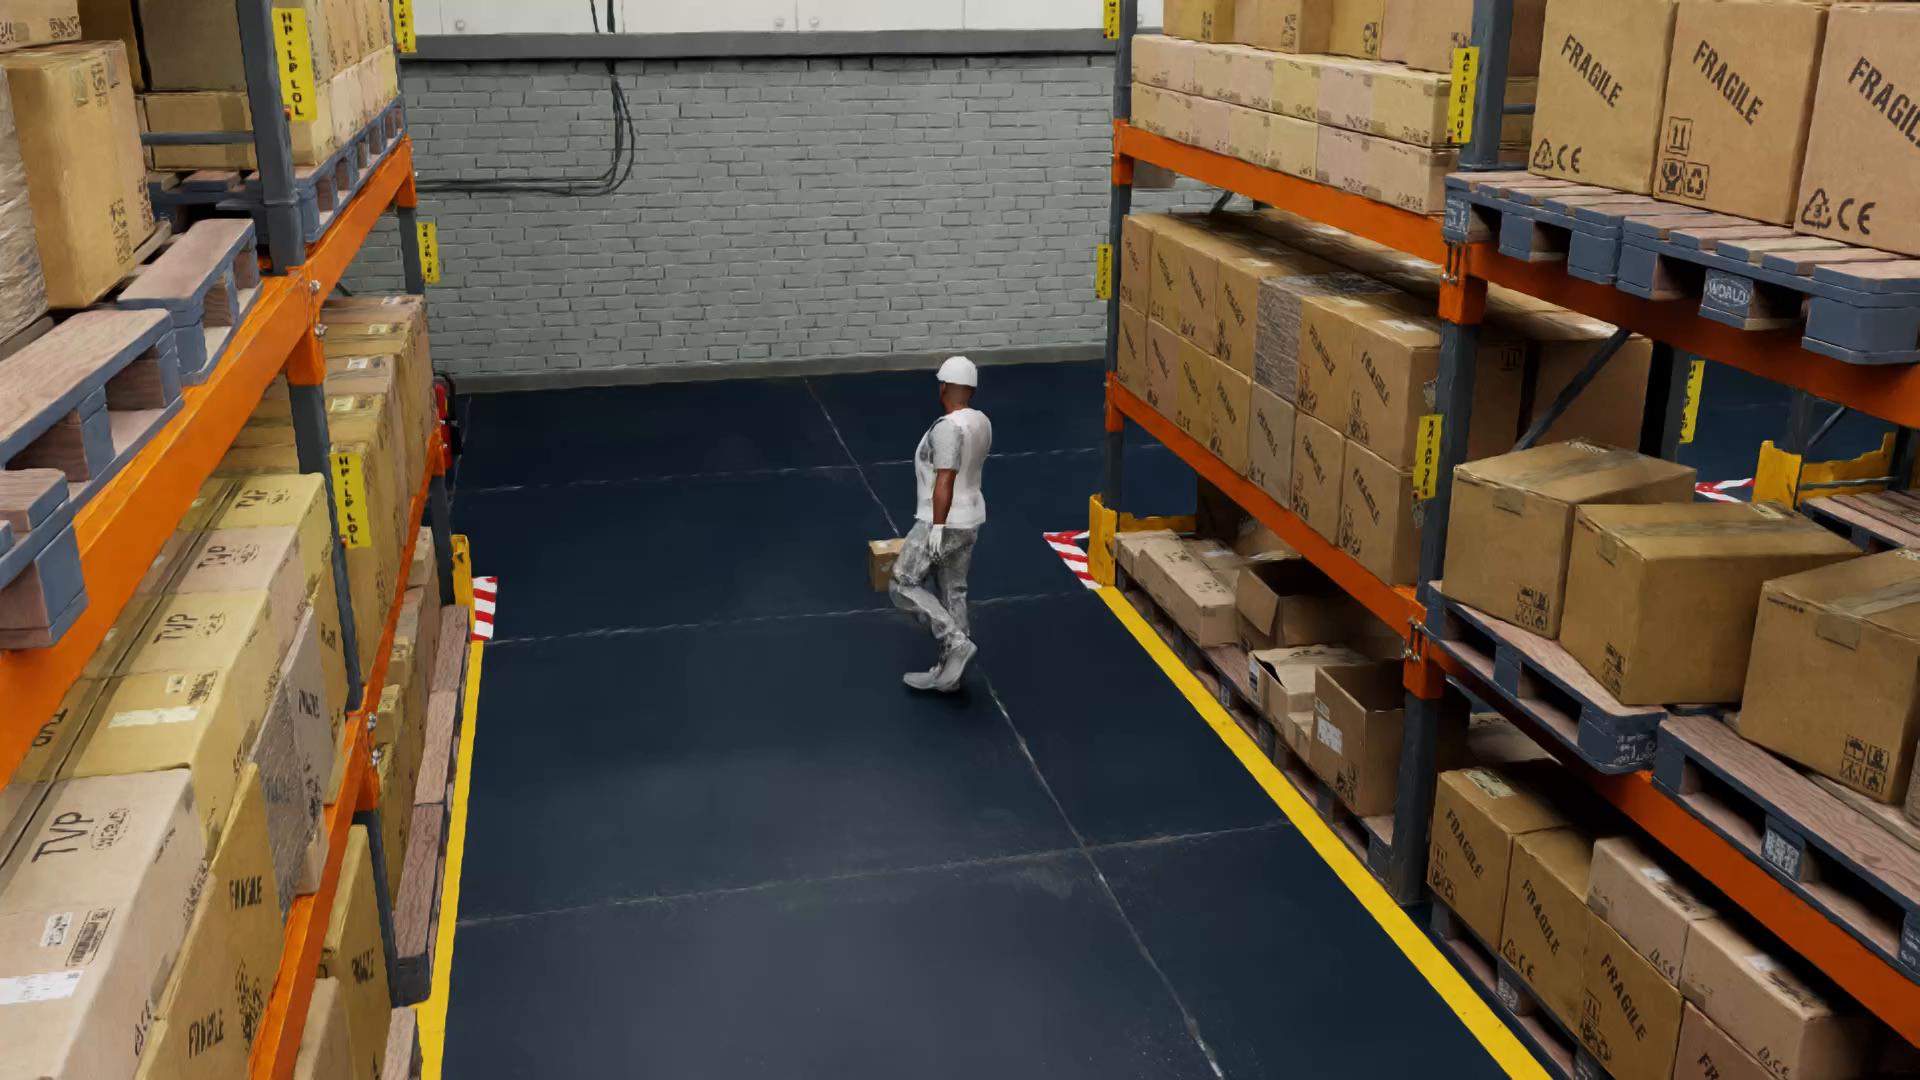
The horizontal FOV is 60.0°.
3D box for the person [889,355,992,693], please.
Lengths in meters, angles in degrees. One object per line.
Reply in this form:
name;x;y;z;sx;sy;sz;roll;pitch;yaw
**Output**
person;-0.070;-0.073;8.757;0.511;1.748;0.726;7;21;20
